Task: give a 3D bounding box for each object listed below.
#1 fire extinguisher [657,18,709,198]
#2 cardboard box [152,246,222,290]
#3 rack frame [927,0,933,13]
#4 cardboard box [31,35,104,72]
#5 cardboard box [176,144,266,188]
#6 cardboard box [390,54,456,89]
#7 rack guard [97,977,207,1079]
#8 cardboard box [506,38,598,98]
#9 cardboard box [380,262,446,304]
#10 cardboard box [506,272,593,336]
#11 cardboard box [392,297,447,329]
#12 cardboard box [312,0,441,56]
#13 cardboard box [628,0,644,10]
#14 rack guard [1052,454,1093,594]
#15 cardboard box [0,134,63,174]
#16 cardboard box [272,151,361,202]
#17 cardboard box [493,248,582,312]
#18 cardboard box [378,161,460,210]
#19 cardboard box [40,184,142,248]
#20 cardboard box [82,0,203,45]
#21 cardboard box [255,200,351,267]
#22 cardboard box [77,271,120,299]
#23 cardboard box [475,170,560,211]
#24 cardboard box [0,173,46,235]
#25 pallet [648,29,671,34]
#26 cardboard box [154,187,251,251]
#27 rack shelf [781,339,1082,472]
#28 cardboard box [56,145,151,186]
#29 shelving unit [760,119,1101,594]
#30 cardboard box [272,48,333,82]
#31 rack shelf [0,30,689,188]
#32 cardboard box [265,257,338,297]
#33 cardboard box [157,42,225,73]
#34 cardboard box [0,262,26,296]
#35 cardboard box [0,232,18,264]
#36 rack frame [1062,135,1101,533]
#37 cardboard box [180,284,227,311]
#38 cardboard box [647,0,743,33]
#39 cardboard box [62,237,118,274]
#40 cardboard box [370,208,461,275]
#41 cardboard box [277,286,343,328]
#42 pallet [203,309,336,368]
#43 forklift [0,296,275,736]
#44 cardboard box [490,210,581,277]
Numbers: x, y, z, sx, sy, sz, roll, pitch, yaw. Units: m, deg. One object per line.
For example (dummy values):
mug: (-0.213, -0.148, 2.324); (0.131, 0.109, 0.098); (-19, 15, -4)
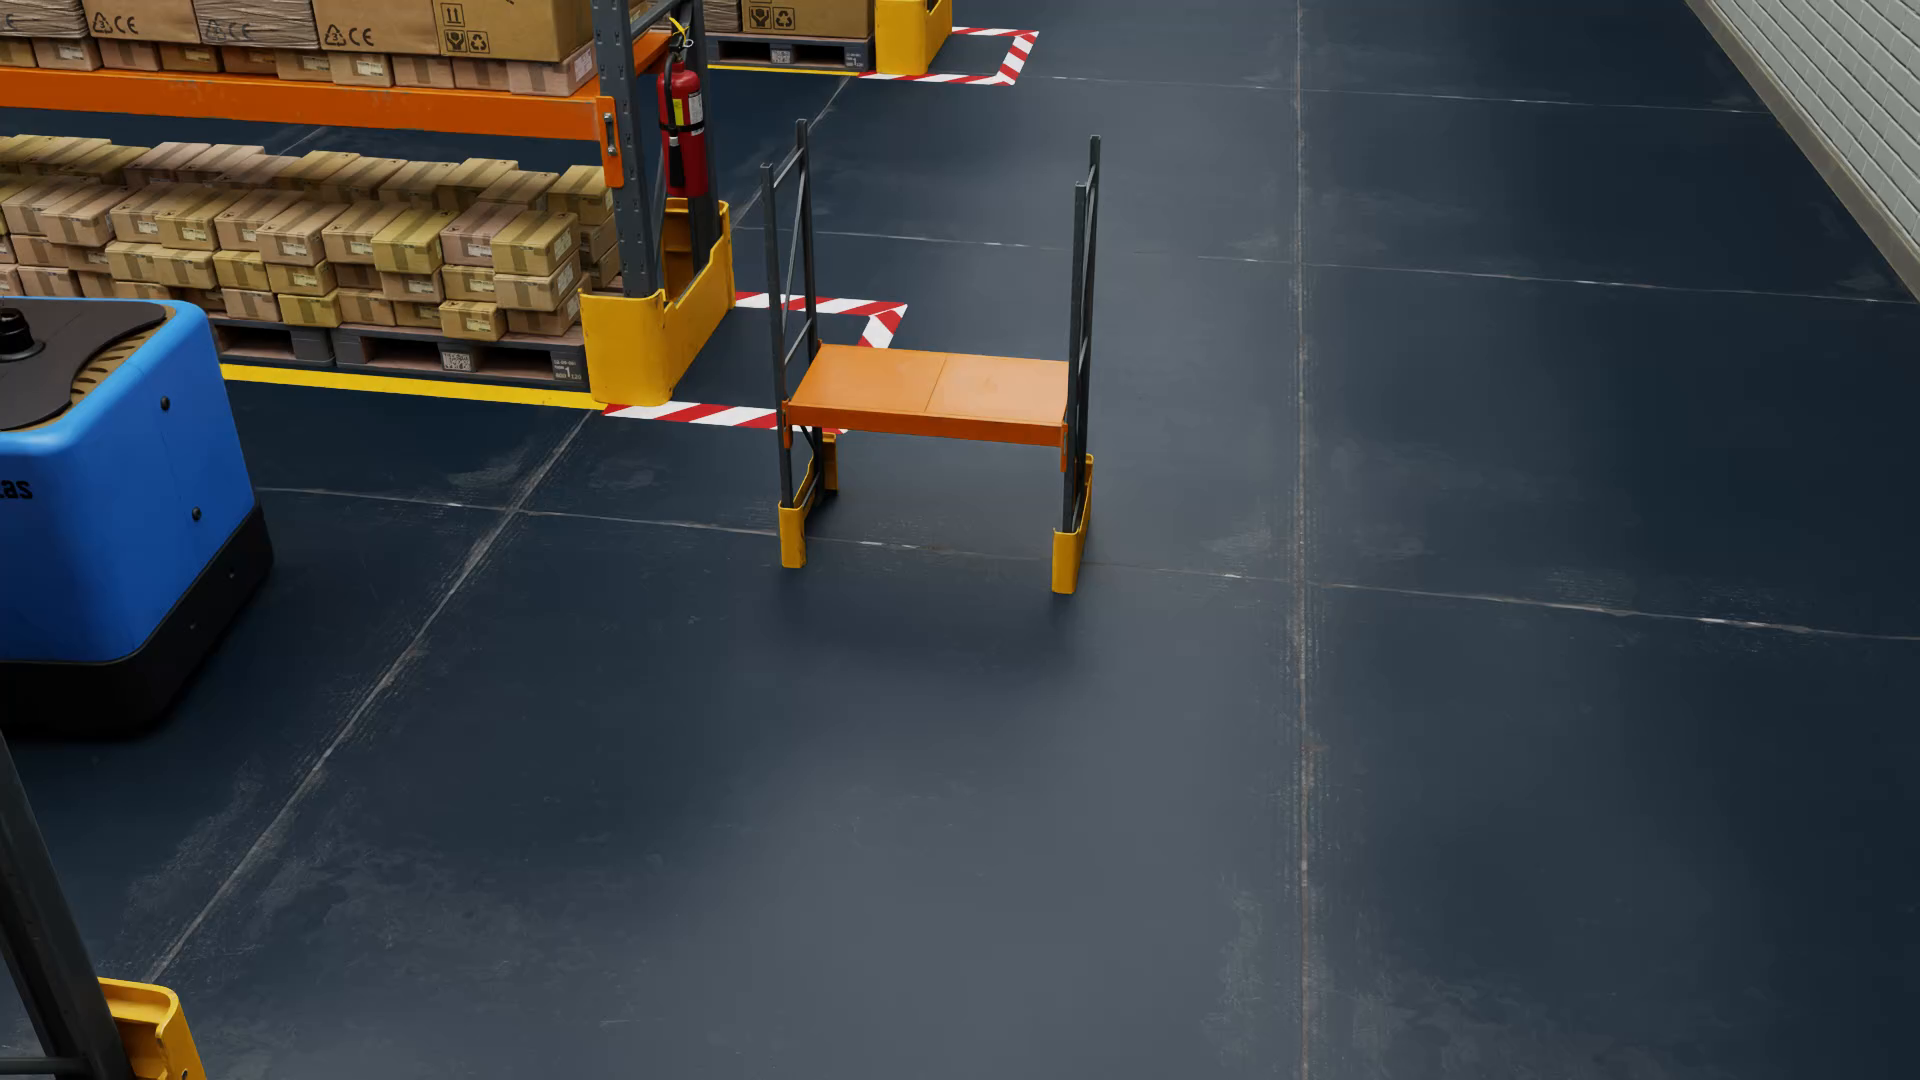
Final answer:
fire extinguisher: (-1.102, -1.698, 6.561); (0.183, 0.674, 0.296); (5, 32, 8)
cardboard box: (-3.392, -1.274, 7.470); (0.250, 0.149, 0.380); (5, 32, 9)
rack frame: (-0.339, -4.738, 10.993); (0.127, 3.000, 1.000); (5, 32, 8)
cardboard box: (-3.685, -2.115, 7.039); (0.250, 0.149, 0.380); (7, 33, 10)
cardboard box: (-3.523, -1.758, 7.963); (0.250, 0.149, 0.380); (4, 32, 6)
cardboard box: (-2.130, -1.984, 6.830); (0.250, 0.149, 0.380); (5, 32, 8)
rack guard: (-1.982, 1.506, 3.372); (0.348, 0.500, 1.175); (5, 32, 8)
cardboard box: (-1.642, -1.928, 6.740); (0.250, 0.149, 0.380); (5, 32, 8)
cardboard box: (-2.354, -1.192, 7.338); (0.250, 0.149, 0.380); (4, 32, 6)
cardboard box: (-1.827, -1.061, 7.409); (0.250, 0.149, 0.380); (6, 32, 9)
cardboard box: (-2.343, -1.099, 7.470); (0.250, 0.149, 0.380); (5, 32, 8)
cardboard box: (-2.266, -2.276, 6.684); (0.500, 0.500, 0.500); (5, 32, 7)
cardboard box: (-1.669, -2.506, 7.052); (0.500, 0.500, 0.500); (7, 33, 11)
rack guard: (0.416, -0.068, 6.124); (0.087, 0.250, 0.587); (5, 32, 8)
cardboard box: (-4.563, -1.834, 8.084); (0.250, 0.149, 0.380); (6, 32, 9)
cardboard box: (-3.033, -1.707, 7.880); (0.250, 0.149, 0.380); (6, 32, 9)
cardboard box: (-1.841, -1.147, 7.266); (0.250, 0.149, 0.380); (4, 32, 7)
cardboard box: (-2.509, -1.629, 7.757); (0.250, 0.149, 0.380); (4, 32, 6)
cardboard box: (-3.894, -1.464, 7.492); (0.250, 0.149, 0.380); (6, 33, 9)
cardboard box: (-3.257, -2.366, 6.828); (0.500, 0.500, 0.500); (7, 33, 11)
cardboard box: (-2.871, -1.350, 7.310); (0.250, 0.149, 0.380); (6, 33, 10)
cardboard box: (-3.865, -1.258, 7.724); (0.250, 0.149, 0.380); (4, 32, 6)
cardboard box: (-2.024, -1.561, 7.647); (0.250, 0.149, 0.380); (6, 33, 9)
cardboard box: (-4.392, -1.541, 7.614); (0.250, 0.149, 0.380); (5, 32, 8)
pallet: (-2.339, -3.697, 11.957); (1.213, 0.211, 1.003); (5, 32, 8)
cardboard box: (-3.375, -1.440, 7.454); (0.250, 0.149, 0.380); (5, 32, 8)
rack shelf: (-0.084, -0.491, 5.960); (1.000, 0.185, 0.538); (5, 32, 8)
cardboard box: (-4.073, -1.752, 7.952); (0.250, 0.149, 0.380); (6, 33, 10)
shelving unit: (-0.075, -0.643, 5.863); (1.083, 1.500, 0.587); (5, 32, 8)
cardboard box: (-2.641, -2.034, 6.909); (0.250, 0.149, 0.380); (4, 32, 6)
rack shelf: (-3.244, -2.027, 7.339); (4.000, 0.370, 1.077); (5, 32, 8)
cardboard box: (-2.866, -1.232, 7.401); (0.250, 0.149, 0.380); (6, 32, 9)
cardboard box: (-3.161, -2.104, 7.021); (0.250, 0.149, 0.380); (6, 32, 9)
cardboard box: (-4.395, -1.261, 7.728); (0.250, 0.149, 0.380); (5, 32, 8)
cardboard box: (-4.402, -1.428, 7.714); (0.250, 0.149, 0.380); (5, 32, 8)
rack frame: (0.417, -0.598, 5.792); (0.032, 1.500, 0.500); (5, 32, 8)
cardboard box: (-3.353, -1.201, 7.633); (0.250, 0.149, 0.380); (6, 33, 10)
cardboard box: (-1.880, -4.112, 11.599); (0.875, 0.875, 0.875); (5, 32, 8)
cardboard box: (-3.869, -1.365, 7.615); (0.250, 0.149, 0.380); (7, 33, 10)
cardboard box: (-2.352, -1.299, 7.228); (0.250, 0.149, 0.380); (4, 32, 7)
cardboard box: (-2.851, -1.105, 7.479); (0.250, 0.149, 0.380); (4, 32, 6)
pallet: (-3.342, -1.179, 7.935); (1.213, 0.211, 1.003); (5, 32, 8)
forklift: (-4.007, -0.918, 4.954); (3.031, 2.935, 1.130); (2, 32, 3)
cardboard box: (-1.837, -1.290, 7.214); (0.250, 0.149, 0.380); (6, 32, 9)
